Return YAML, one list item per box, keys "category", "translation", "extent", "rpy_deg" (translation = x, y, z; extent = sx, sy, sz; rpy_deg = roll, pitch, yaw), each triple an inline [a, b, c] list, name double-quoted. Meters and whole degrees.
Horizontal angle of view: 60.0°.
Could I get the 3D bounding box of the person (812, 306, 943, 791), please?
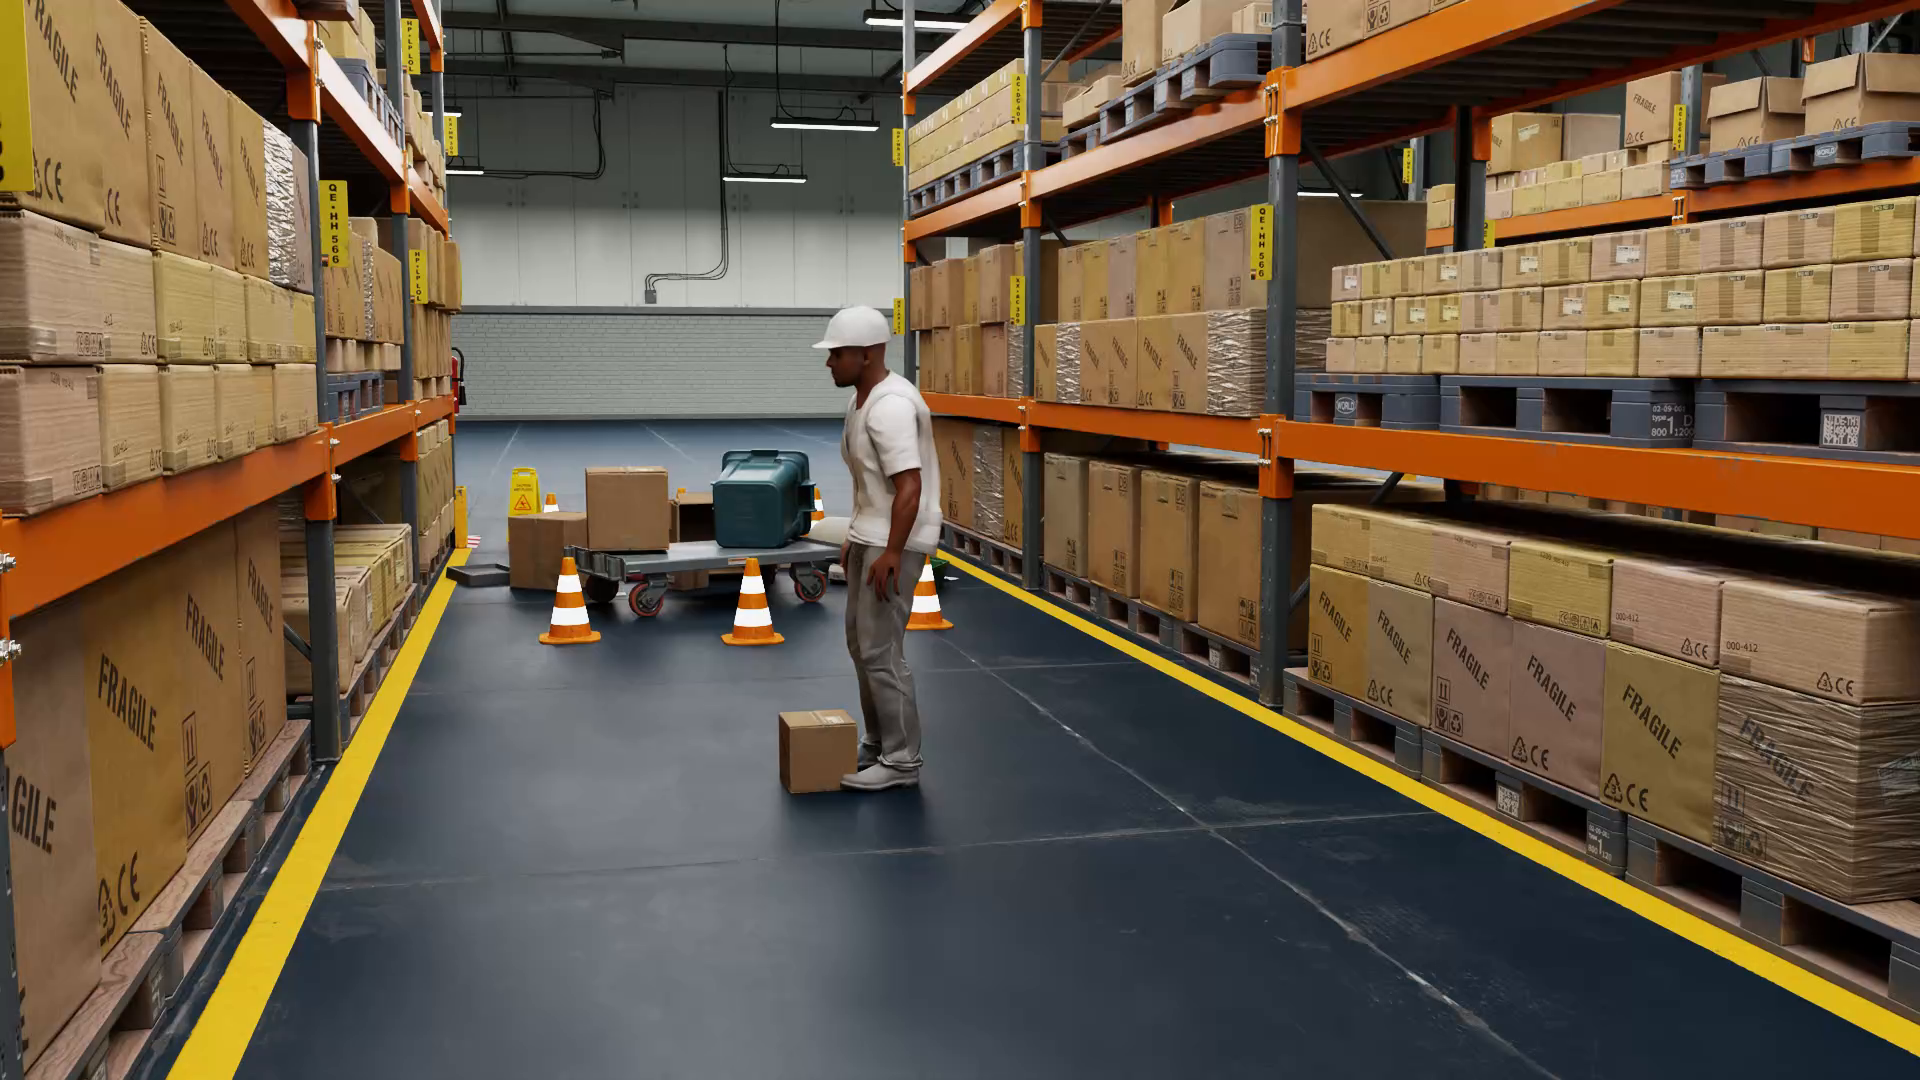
- category: "person"
  translation: [-0.313, 0.025, 6.141]
  extent: [0.462, 1.760, 0.635]
  rpy_deg: [-2, 6, -15]
